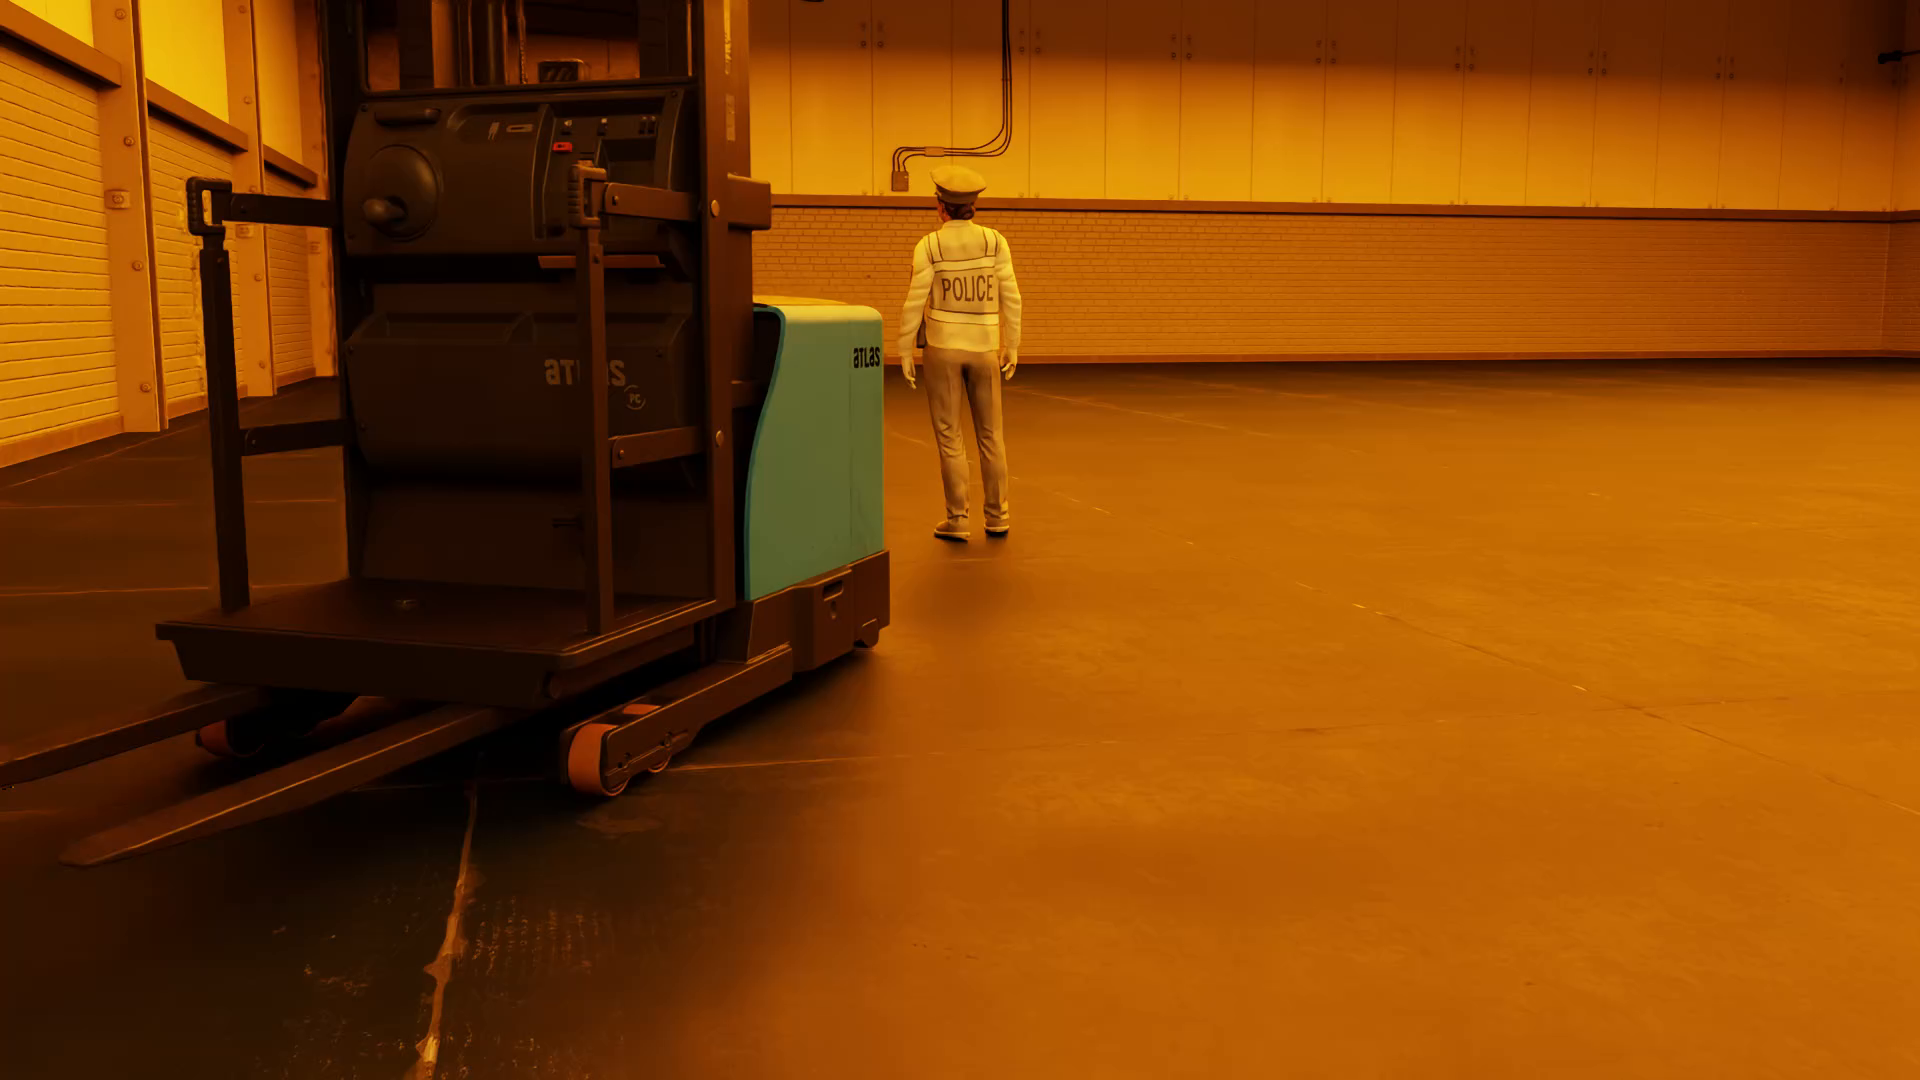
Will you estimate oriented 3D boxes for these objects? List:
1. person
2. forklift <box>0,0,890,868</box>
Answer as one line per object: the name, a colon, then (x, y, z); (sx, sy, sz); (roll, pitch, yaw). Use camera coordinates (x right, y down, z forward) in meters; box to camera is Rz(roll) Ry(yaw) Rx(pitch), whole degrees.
person: (-0.009, -0.856, 7.655); (0.587, 1.696, 0.534); (-2, 8, -13)
forklift: (-1.174, -0.947, 3.901); (1.130, 2.935, 3.031); (3, 8, 18)
